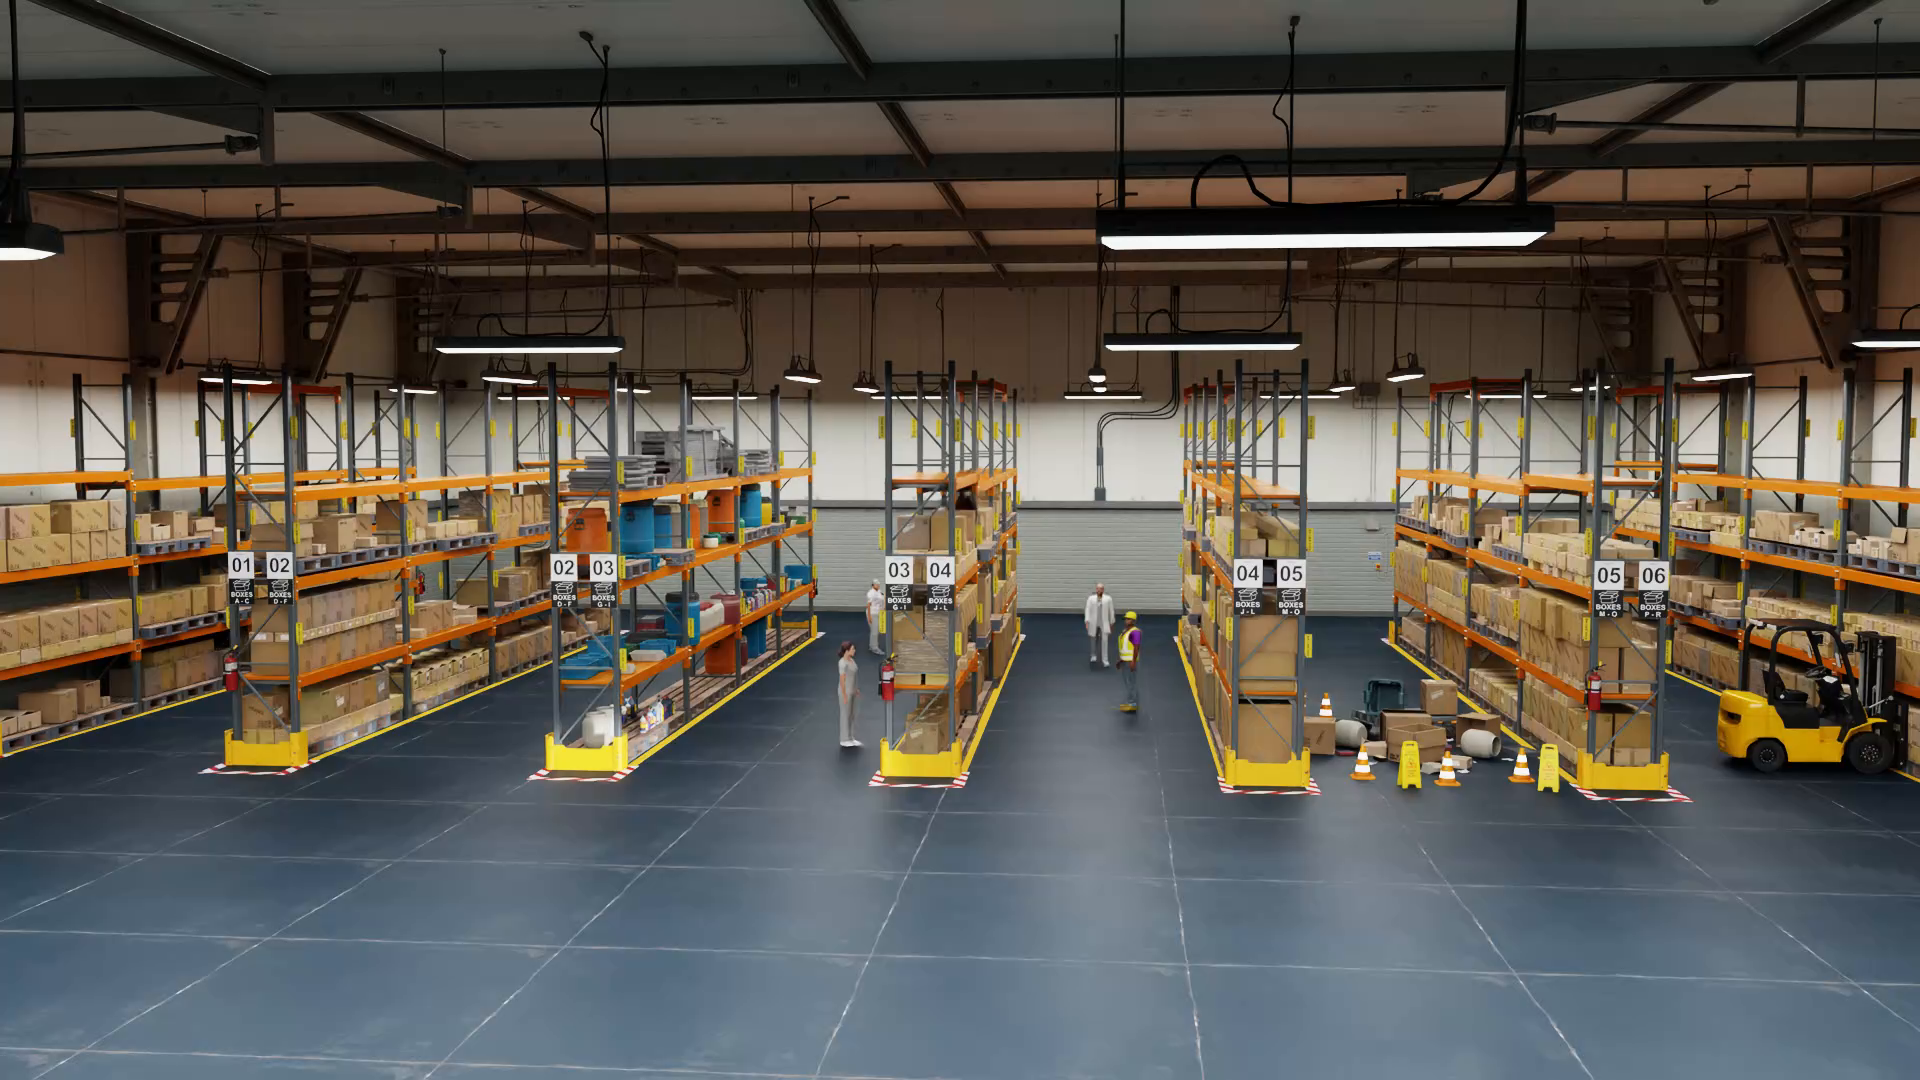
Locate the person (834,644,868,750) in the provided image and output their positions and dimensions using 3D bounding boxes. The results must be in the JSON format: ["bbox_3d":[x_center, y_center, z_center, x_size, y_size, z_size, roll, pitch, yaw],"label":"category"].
[{"bbox_3d":[-1.774,2.473,26.253,0.528,1.645,0.521,2,4,30],"label":"person"}]

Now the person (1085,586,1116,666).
[{"bbox_3d":[2.988,1.830,35.406,0.664,1.717,0.751,0,4,0],"label":"person"}]

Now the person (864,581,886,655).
[{"bbox_3d":[-1.881,1.741,37.499,0.591,1.673,0.579,3,5,36],"label":"person"}]

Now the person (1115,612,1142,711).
[{"bbox_3d":[3.018,2.159,29.689,0.368,1.763,0.622,-1,4,-22],"label":"person"}]
